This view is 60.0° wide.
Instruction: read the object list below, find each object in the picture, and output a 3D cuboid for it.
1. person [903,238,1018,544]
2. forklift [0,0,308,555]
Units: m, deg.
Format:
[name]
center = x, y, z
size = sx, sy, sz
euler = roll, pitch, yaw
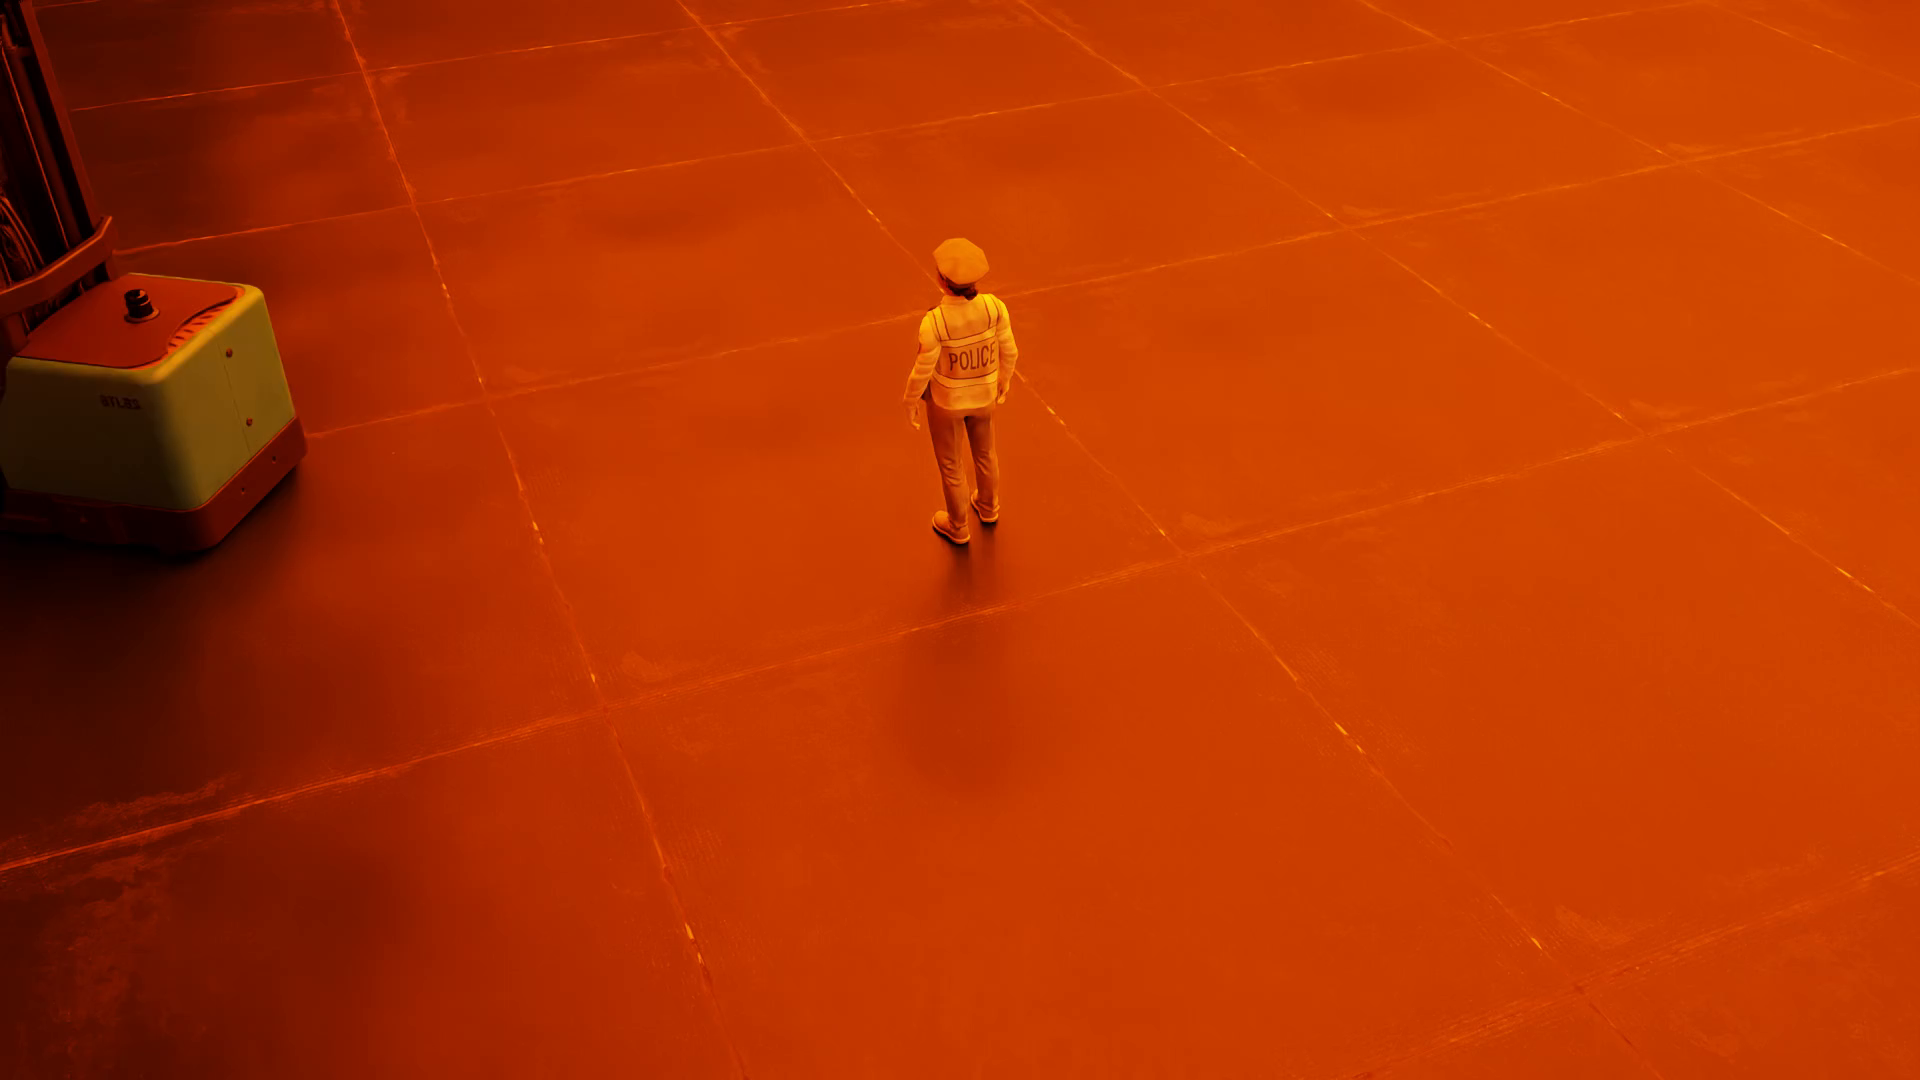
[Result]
[person]
center = -0.016, -0.736, 8.188
size = 0.577, 1.694, 0.530
euler = -14, 38, -19
[forklift]
center = -5.174, -1.548, 8.275
size = 3.031, 2.935, 1.130
euler = 7, 36, 10
